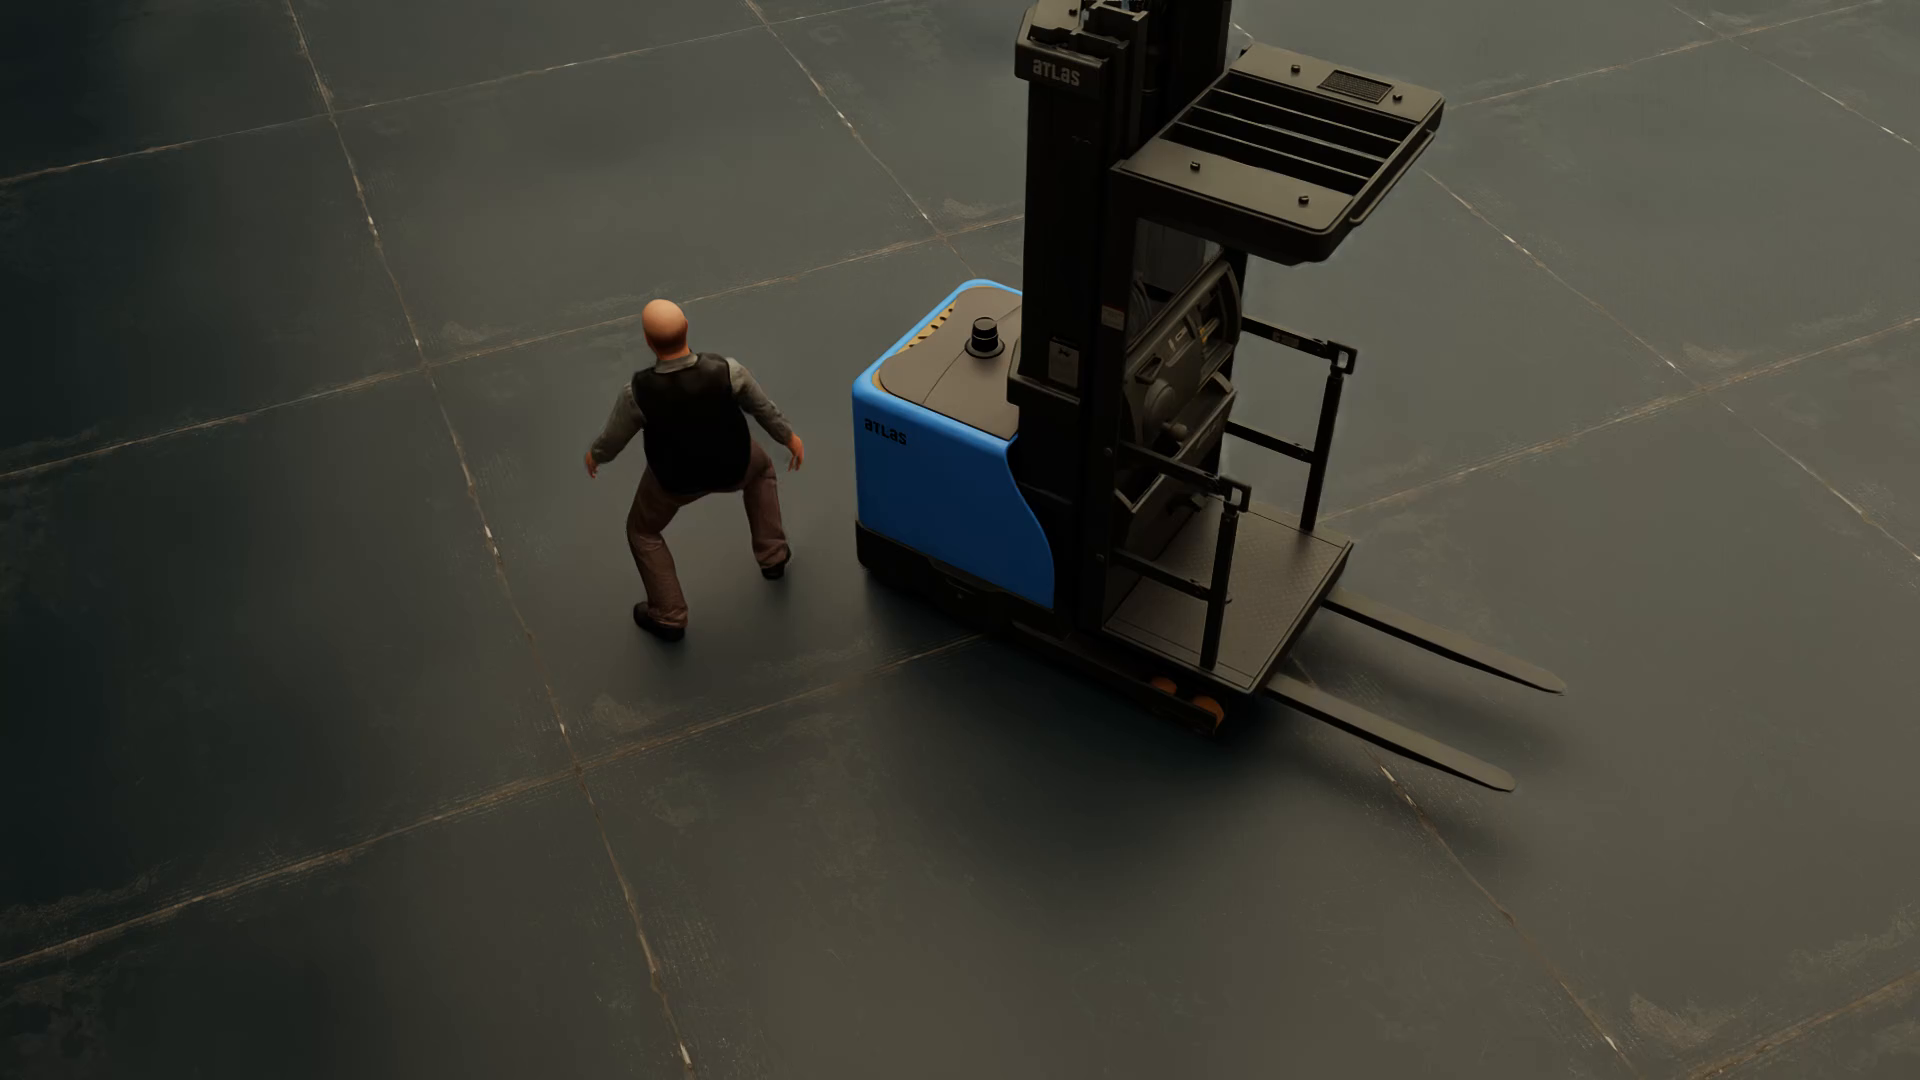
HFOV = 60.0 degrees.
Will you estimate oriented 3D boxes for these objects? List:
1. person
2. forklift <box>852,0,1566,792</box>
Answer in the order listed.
[{"bbox_3d":[-1.123,-0.362,7.053,0.916,1.613,0.598,-9,44,-10],"label":"person"},{"bbox_3d":[1.046,-0.677,6.406,3.031,2.935,1.130,23,48,23],"label":"forklift"}]
